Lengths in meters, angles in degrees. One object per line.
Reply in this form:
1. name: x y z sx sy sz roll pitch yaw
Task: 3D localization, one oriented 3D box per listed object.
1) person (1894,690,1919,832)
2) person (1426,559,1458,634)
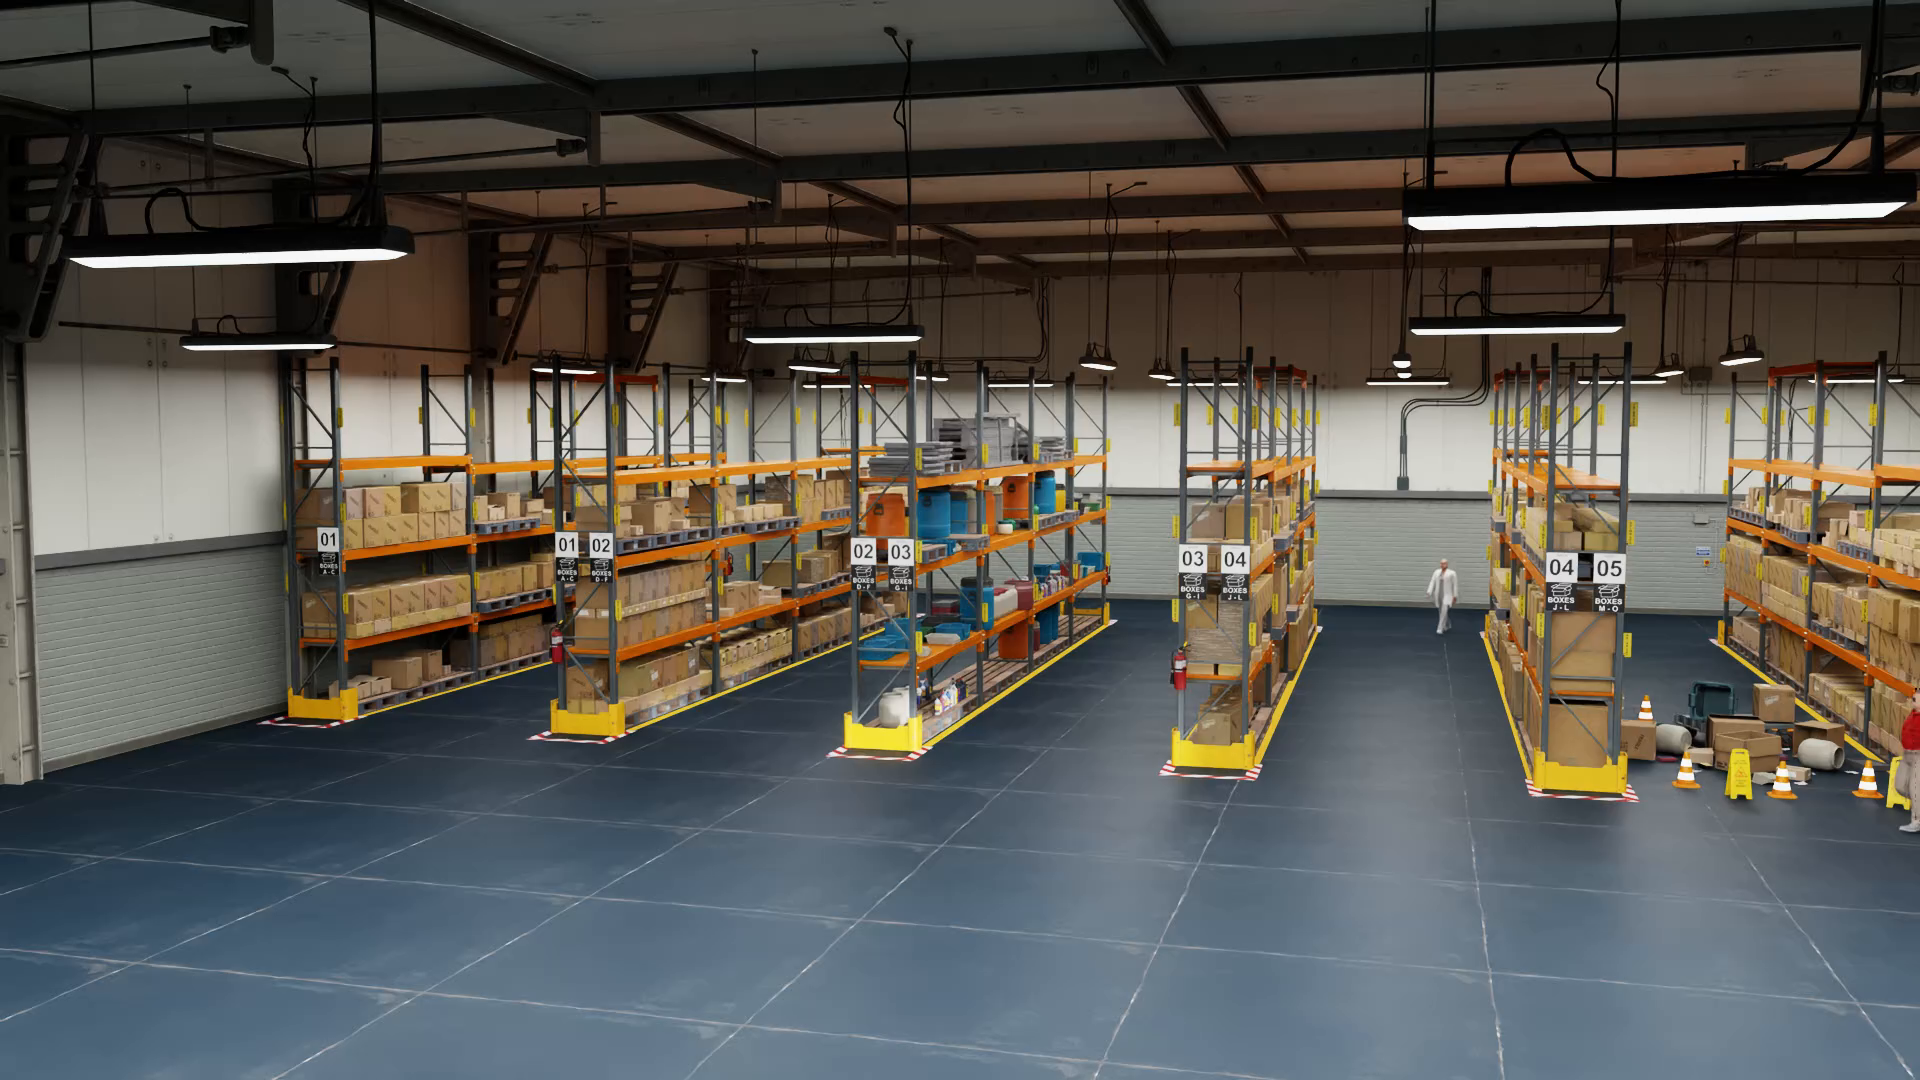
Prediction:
1. person: 11.636 2.657 20.071 0.617 1.710 0.523 0 4 -7
2. person: 11.152 1.292 38.459 0.625 1.719 1.133 3 5 39
